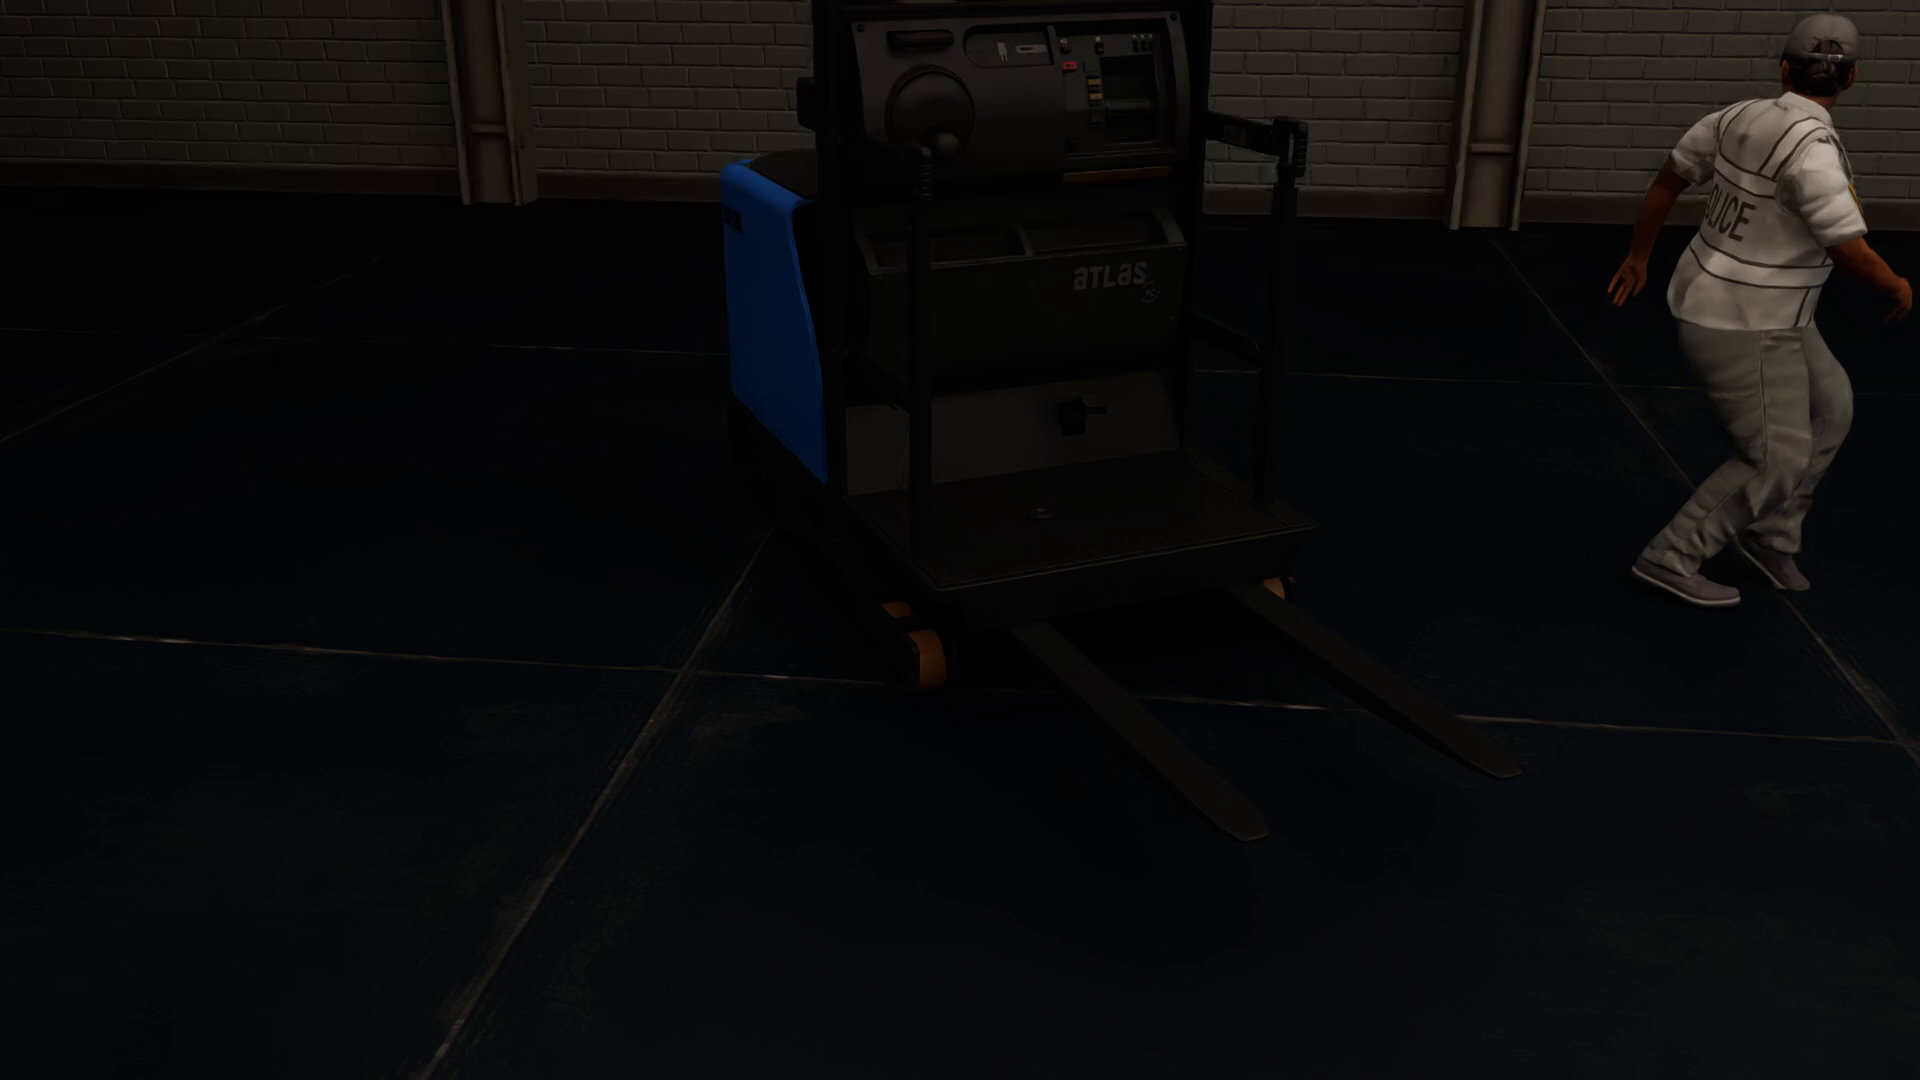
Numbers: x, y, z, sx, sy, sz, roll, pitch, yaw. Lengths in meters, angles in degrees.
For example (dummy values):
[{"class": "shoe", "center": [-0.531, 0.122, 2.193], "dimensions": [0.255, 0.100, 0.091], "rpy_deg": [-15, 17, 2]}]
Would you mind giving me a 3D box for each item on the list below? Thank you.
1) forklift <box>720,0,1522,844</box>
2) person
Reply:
[{"class": "forklift", "center": [0.255, -1.149, 4.107], "dimensions": [1.130, 2.935, 3.031], "rpy_deg": [-9, 24, -21]}, {"class": "person", "center": [2.168, -0.572, 4.538], "dimensions": [0.732, 1.662, 0.576], "rpy_deg": [6, 23, 15]}]
